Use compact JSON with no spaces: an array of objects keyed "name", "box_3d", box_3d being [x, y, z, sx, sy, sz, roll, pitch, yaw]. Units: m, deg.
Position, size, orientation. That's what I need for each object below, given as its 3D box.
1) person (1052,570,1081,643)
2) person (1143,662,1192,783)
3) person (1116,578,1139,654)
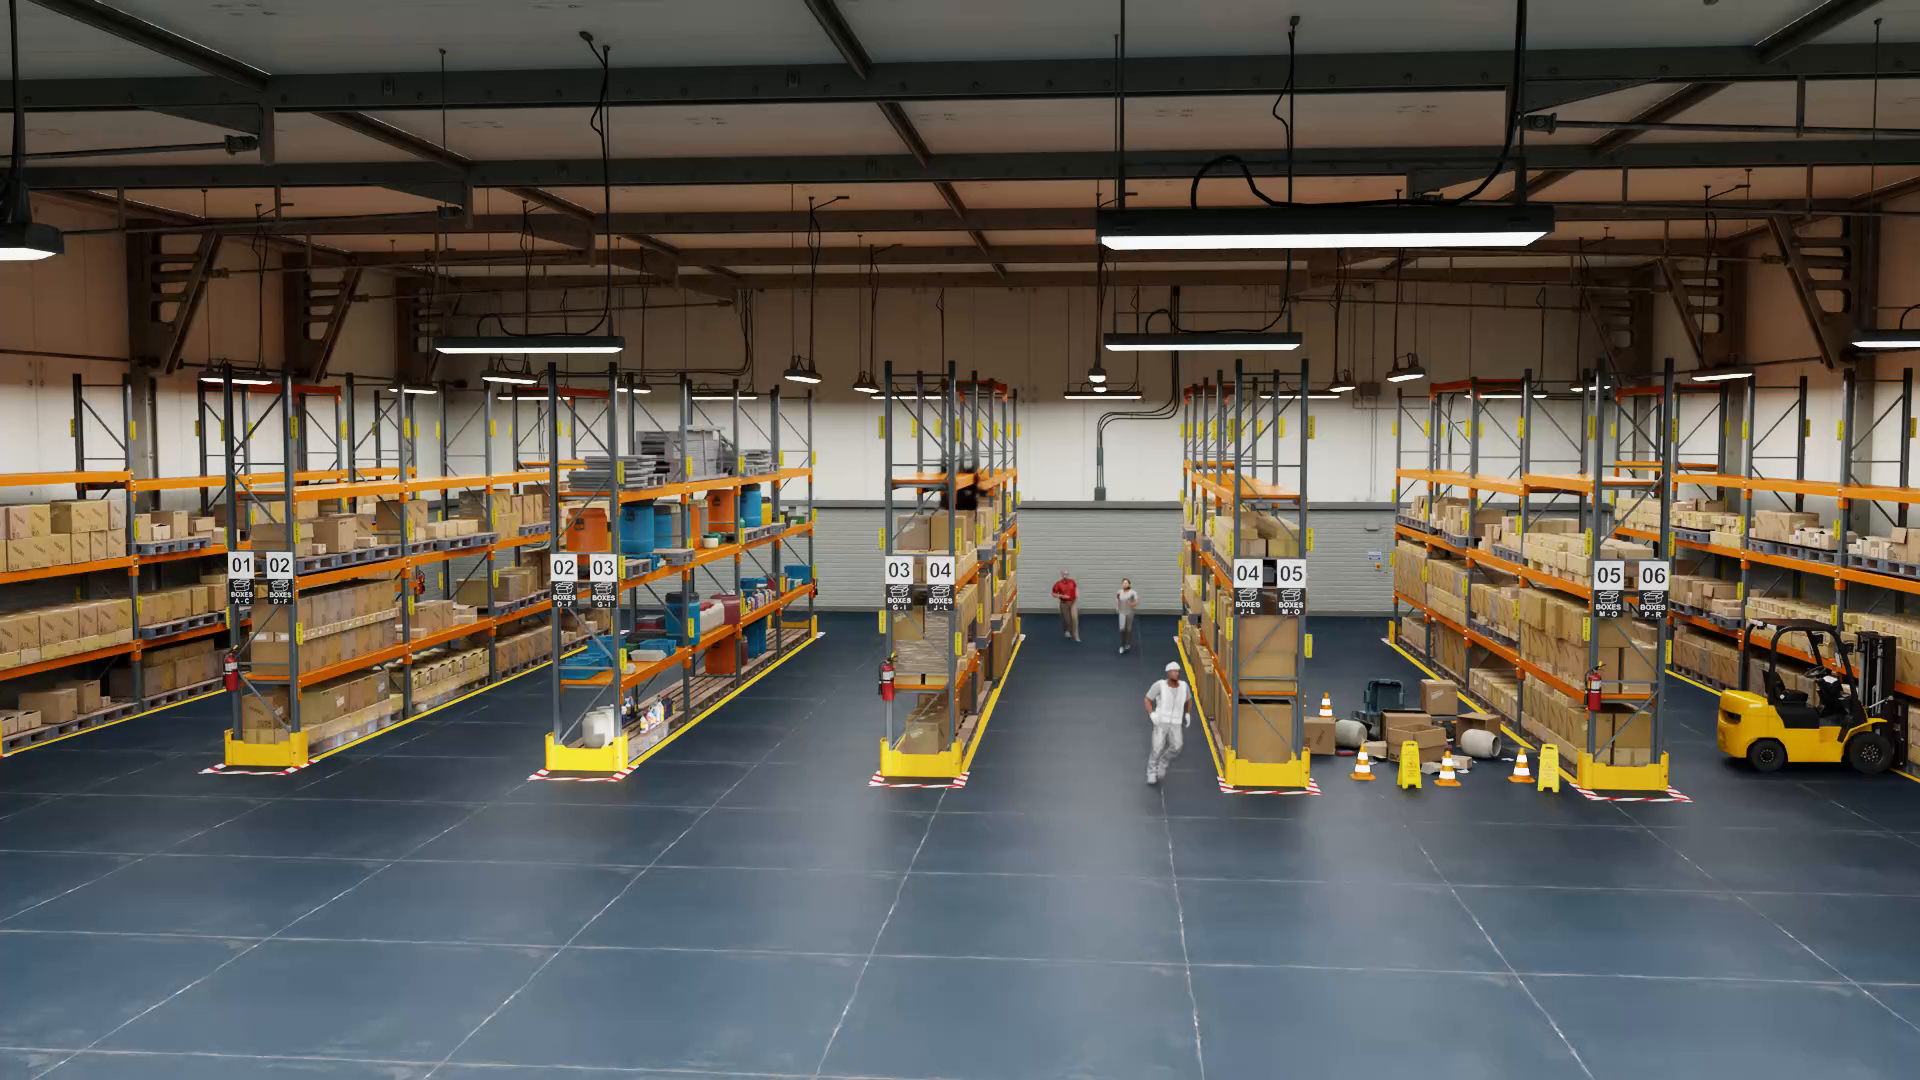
[{"name":"person","box_3d":[2.525,1.561,39.535,0.701,1.680,0.920,-1,4,-16]},{"name":"person","box_3d":[2.983,2.594,23.600,0.743,1.710,0.523,-1,4,-9]},{"name":"person","box_3d":[3.766,1.711,37.482,0.547,1.709,0.736,1,4,12]}]
